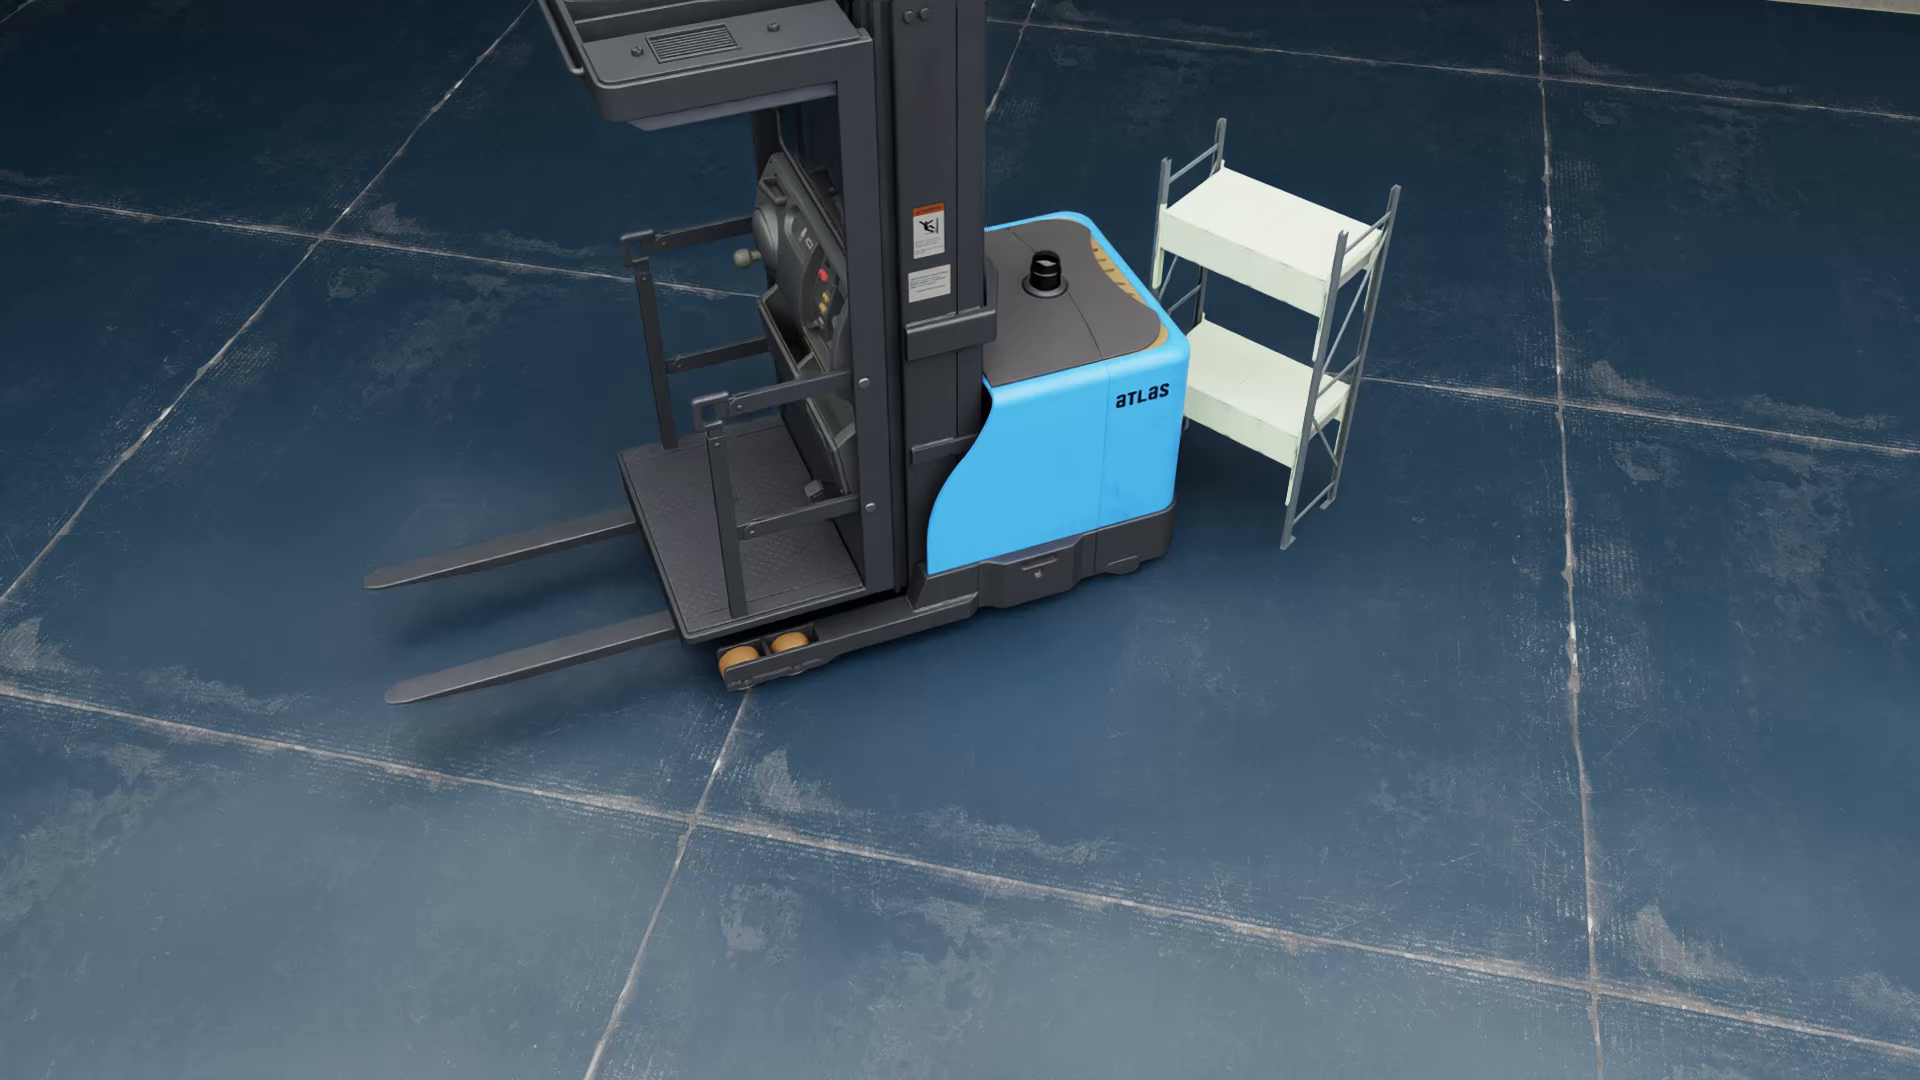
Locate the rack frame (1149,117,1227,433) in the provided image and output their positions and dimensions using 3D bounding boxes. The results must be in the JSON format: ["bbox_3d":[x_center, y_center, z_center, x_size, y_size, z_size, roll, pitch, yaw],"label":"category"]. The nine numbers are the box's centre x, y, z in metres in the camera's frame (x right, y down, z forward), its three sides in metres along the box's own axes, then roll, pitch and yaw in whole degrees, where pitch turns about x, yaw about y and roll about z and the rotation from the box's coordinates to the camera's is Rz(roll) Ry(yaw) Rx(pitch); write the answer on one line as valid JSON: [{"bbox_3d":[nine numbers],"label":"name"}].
[{"bbox_3d":[0.863,-0.932,6.637,0.023,1.500,0.400,30,51,27],"label":"rack frame"}]

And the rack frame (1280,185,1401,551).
[{"bbox_3d":[1.427,-0.609,6.301,0.023,1.500,0.400,30,51,27],"label":"rack frame"}]

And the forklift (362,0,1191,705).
[{"bbox_3d":[-0.726,-0.918,5.590,3.031,2.935,1.130,-15,46,-15],"label":"forklift"}]

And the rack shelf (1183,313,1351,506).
[{"bbox_3d":[1.145,-0.535,6.695,0.720,0.370,0.431,30,51,27],"label":"rack shelf"}]

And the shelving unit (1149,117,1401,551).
[{"bbox_3d":[1.145,-0.770,6.469,0.755,1.500,0.431,30,51,27],"label":"shelving unit"}]

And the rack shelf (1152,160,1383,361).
[{"bbox_3d":[1.145,-1.052,6.198,0.720,0.370,0.431,30,51,27],"label":"rack shelf"}]
